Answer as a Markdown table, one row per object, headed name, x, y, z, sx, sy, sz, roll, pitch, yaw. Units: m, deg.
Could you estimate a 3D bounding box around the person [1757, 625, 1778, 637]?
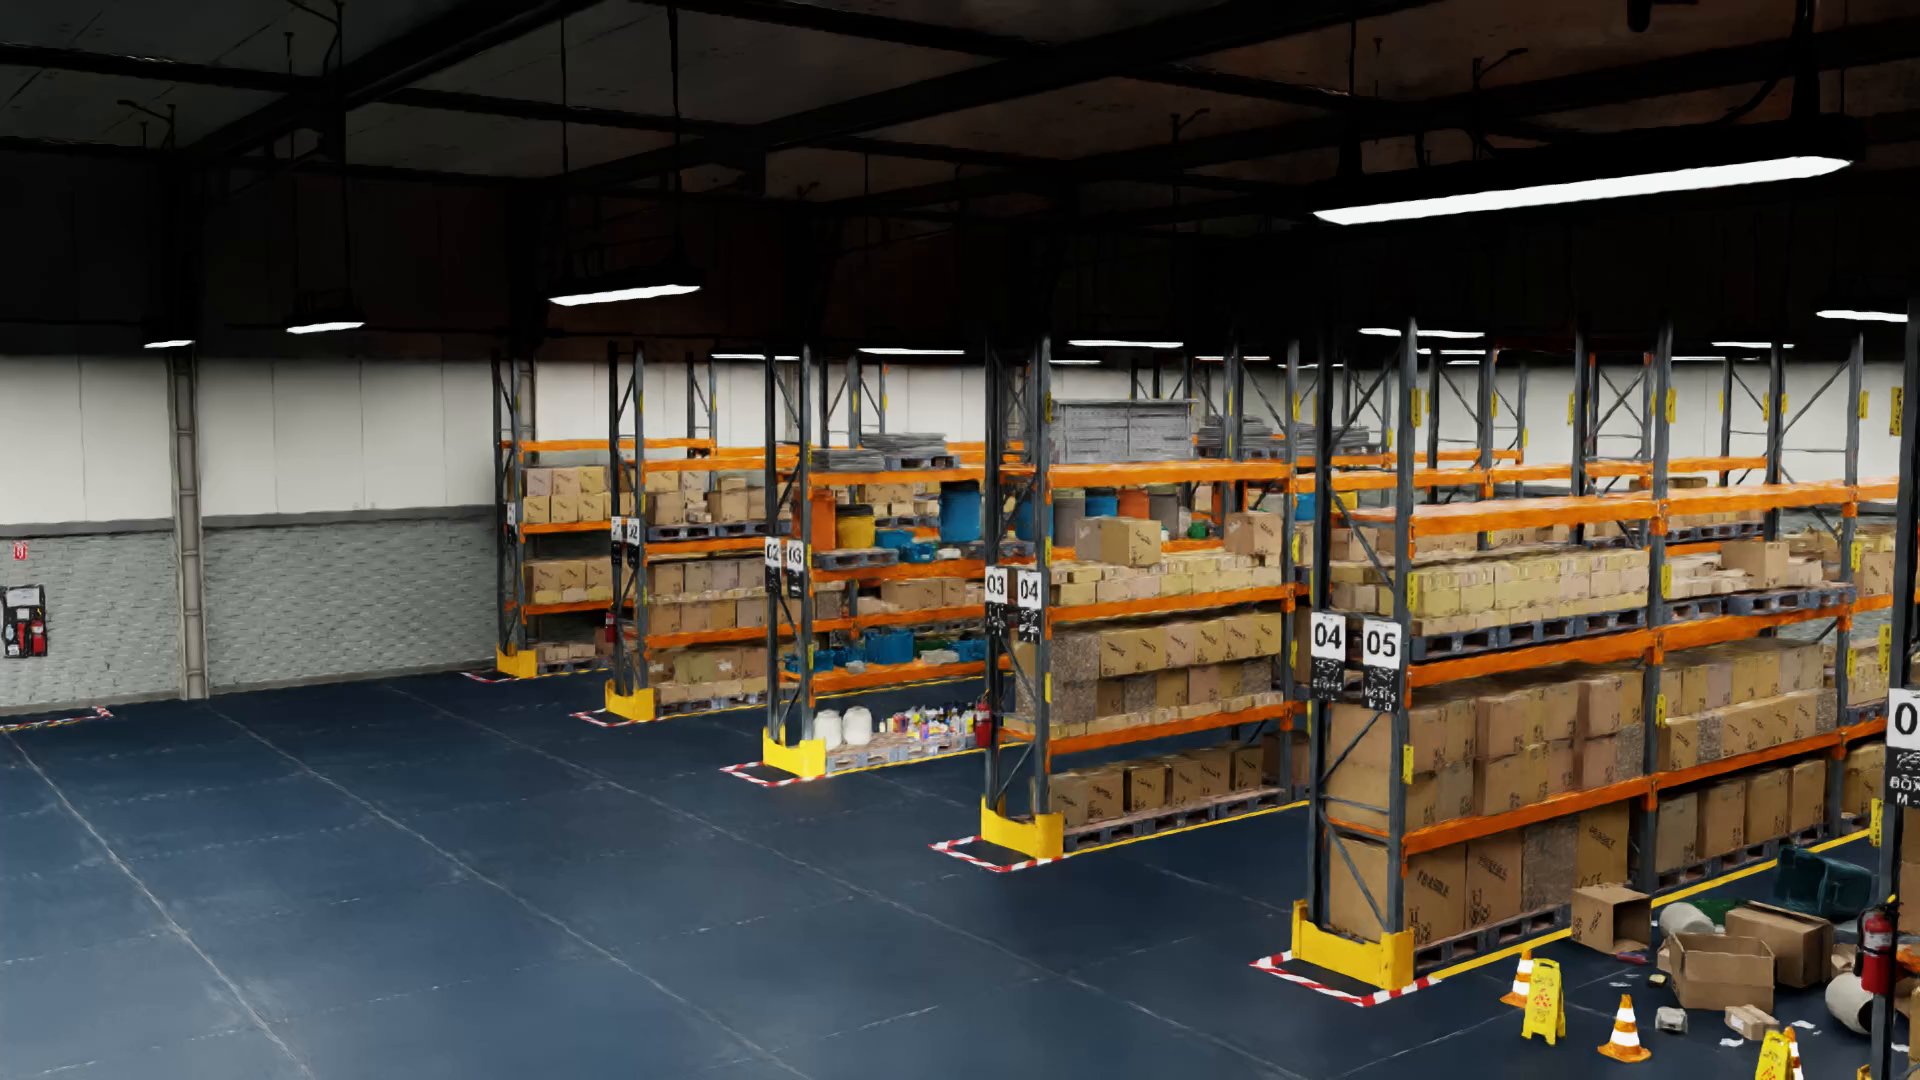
| name | x | y | z | sx | sy | sz | roll | pitch | yaw |
| --- | --- | --- | --- | --- | --- | --- | --- | --- | --- |
| person | 14.200 | 1.723 | 29.317 | 0.733 | 1.710 | 0.562 | 0 | 5 | -1 |
